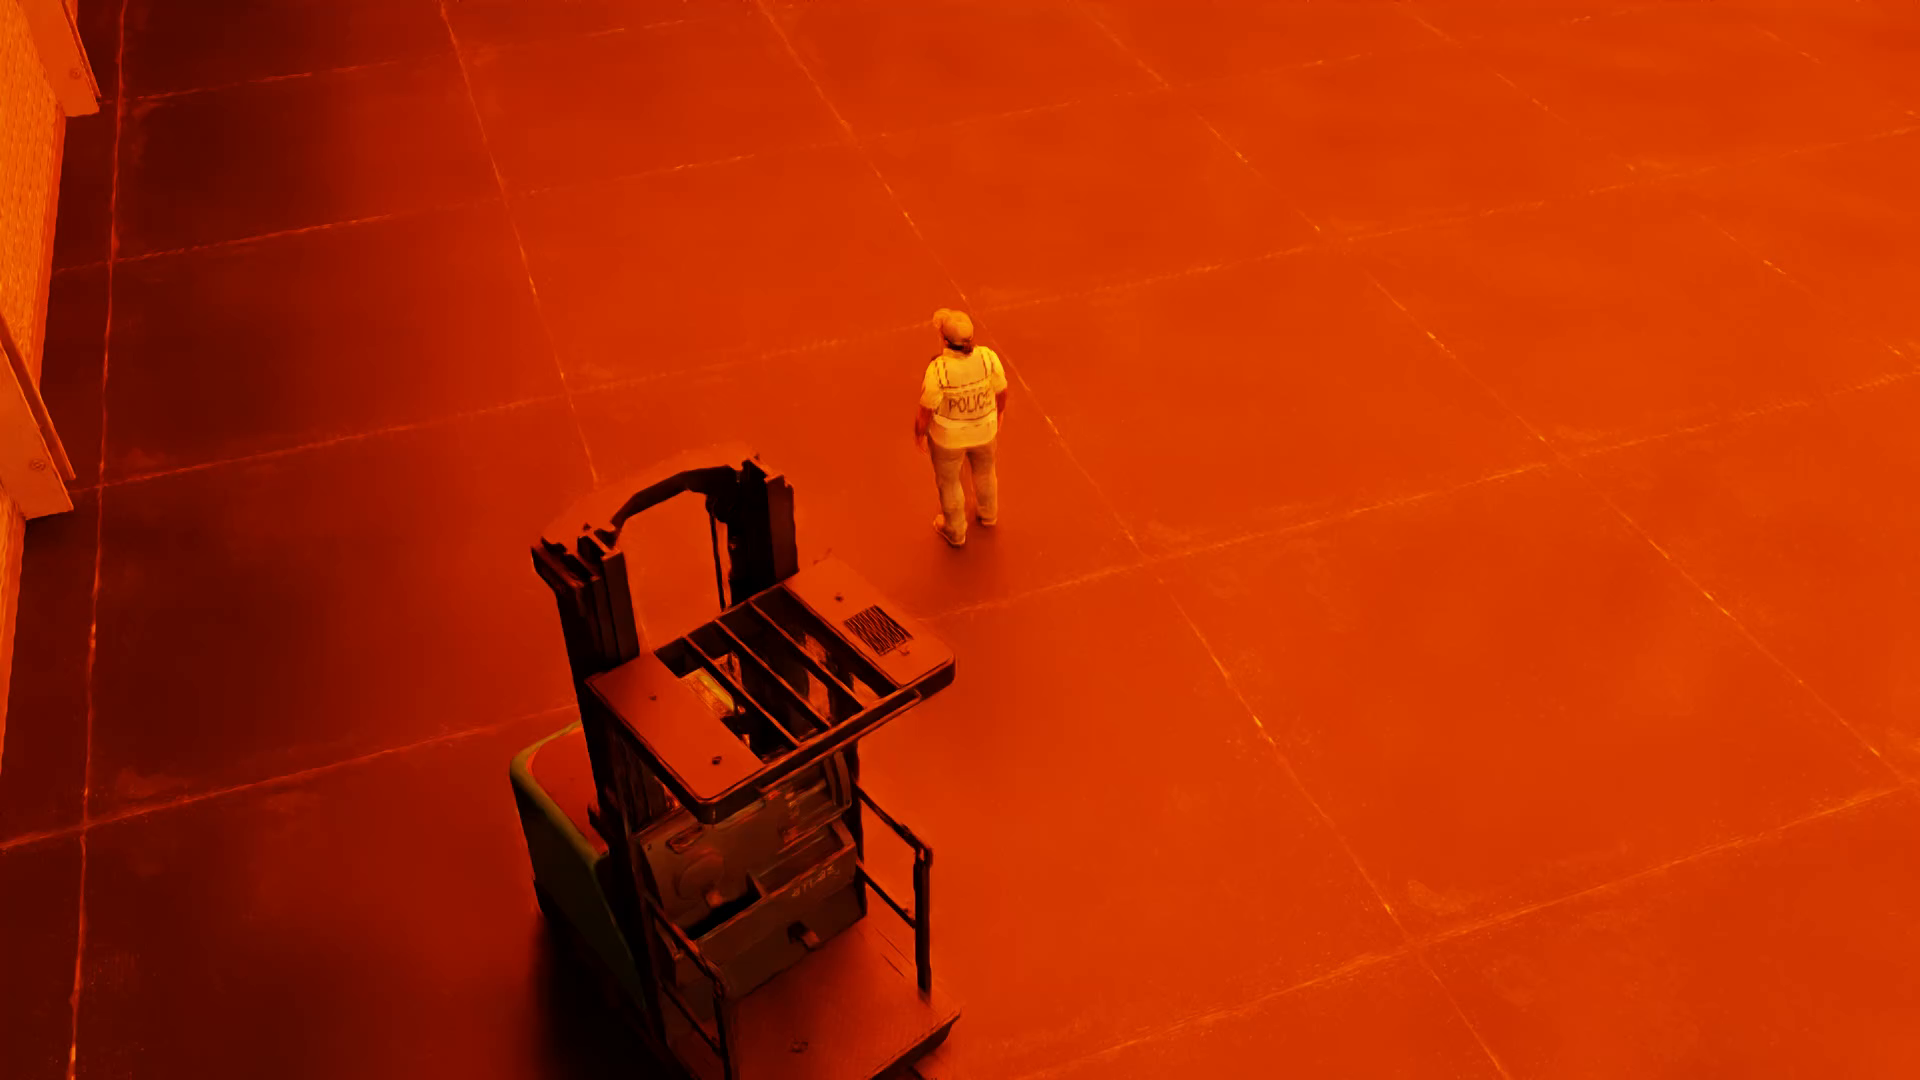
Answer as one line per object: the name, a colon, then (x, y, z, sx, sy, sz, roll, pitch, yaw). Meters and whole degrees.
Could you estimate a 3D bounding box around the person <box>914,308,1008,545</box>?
person: (-0.005, -0.695, 9.796, 0.598, 1.669, 0.529, -13, 42, -15)

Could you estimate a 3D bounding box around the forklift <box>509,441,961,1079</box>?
forklift: (-0.709, 1.200, 6.567, 1.130, 2.935, 3.031, -28, 48, -30)
